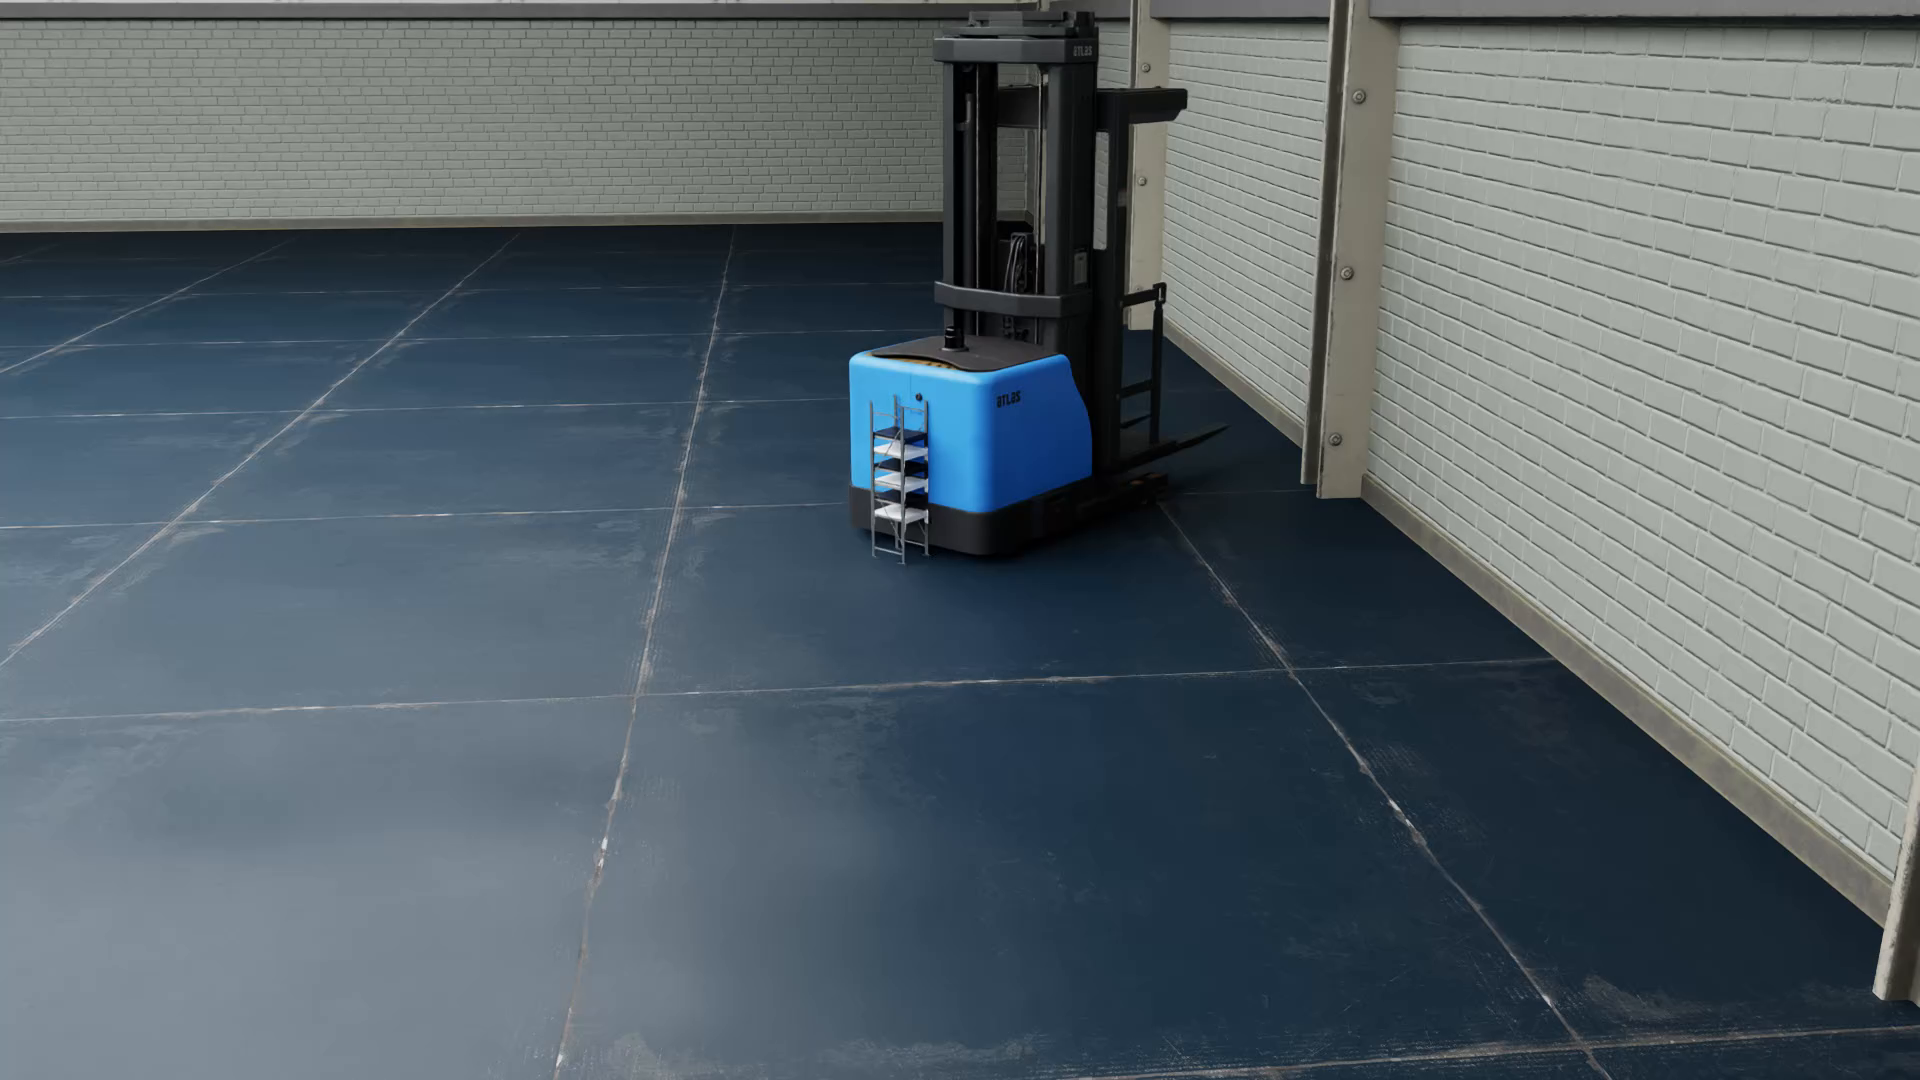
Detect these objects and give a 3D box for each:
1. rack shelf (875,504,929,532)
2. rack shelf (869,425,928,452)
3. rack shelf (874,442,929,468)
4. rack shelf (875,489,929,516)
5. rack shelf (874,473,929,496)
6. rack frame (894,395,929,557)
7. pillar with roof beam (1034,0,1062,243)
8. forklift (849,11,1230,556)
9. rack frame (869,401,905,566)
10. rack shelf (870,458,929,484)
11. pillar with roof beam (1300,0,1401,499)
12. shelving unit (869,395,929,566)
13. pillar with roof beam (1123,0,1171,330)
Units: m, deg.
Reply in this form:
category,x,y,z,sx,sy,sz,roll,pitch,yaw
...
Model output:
category,x,y,z,sx,sy,sz,roll,pitch,yaw
rack shelf,-0.336,-0.130,9.300,0.258,0.077,0.200,13,22,36
rack shelf,-0.336,-0.559,9.165,0.258,0.077,0.200,13,22,36
rack shelf,-0.336,-0.473,9.192,0.258,0.077,0.200,13,22,36
rack shelf,-0.336,-0.215,9.273,0.258,0.077,0.200,13,22,36
rack shelf,-0.336,-0.301,9.246,0.258,0.077,0.200,13,22,36
rack frame,-0.273,-0.357,9.312,0.240,0.900,0.006,13,22,36
pillar with roof beam,-3.118,-8.062,20.333,9.100,9.000,0.400,-2,18,-6
forklift,0.660,-1.686,10.154,1.130,2.935,3.031,13,22,36
rack frame,-0.399,-0.309,9.160,0.240,0.900,0.006,13,22,36
rack shelf,-0.336,-0.387,9.219,0.258,0.077,0.200,13,22,36
pillar with roof beam,-1.881,-4.487,8.945,9.100,9.000,0.400,-2,18,-6
shelving unit,-0.336,-0.333,9.236,0.258,0.900,0.210,13,22,36
pillar with roof beam,-2.499,-6.274,14.639,9.100,9.000,0.400,-2,18,-6
